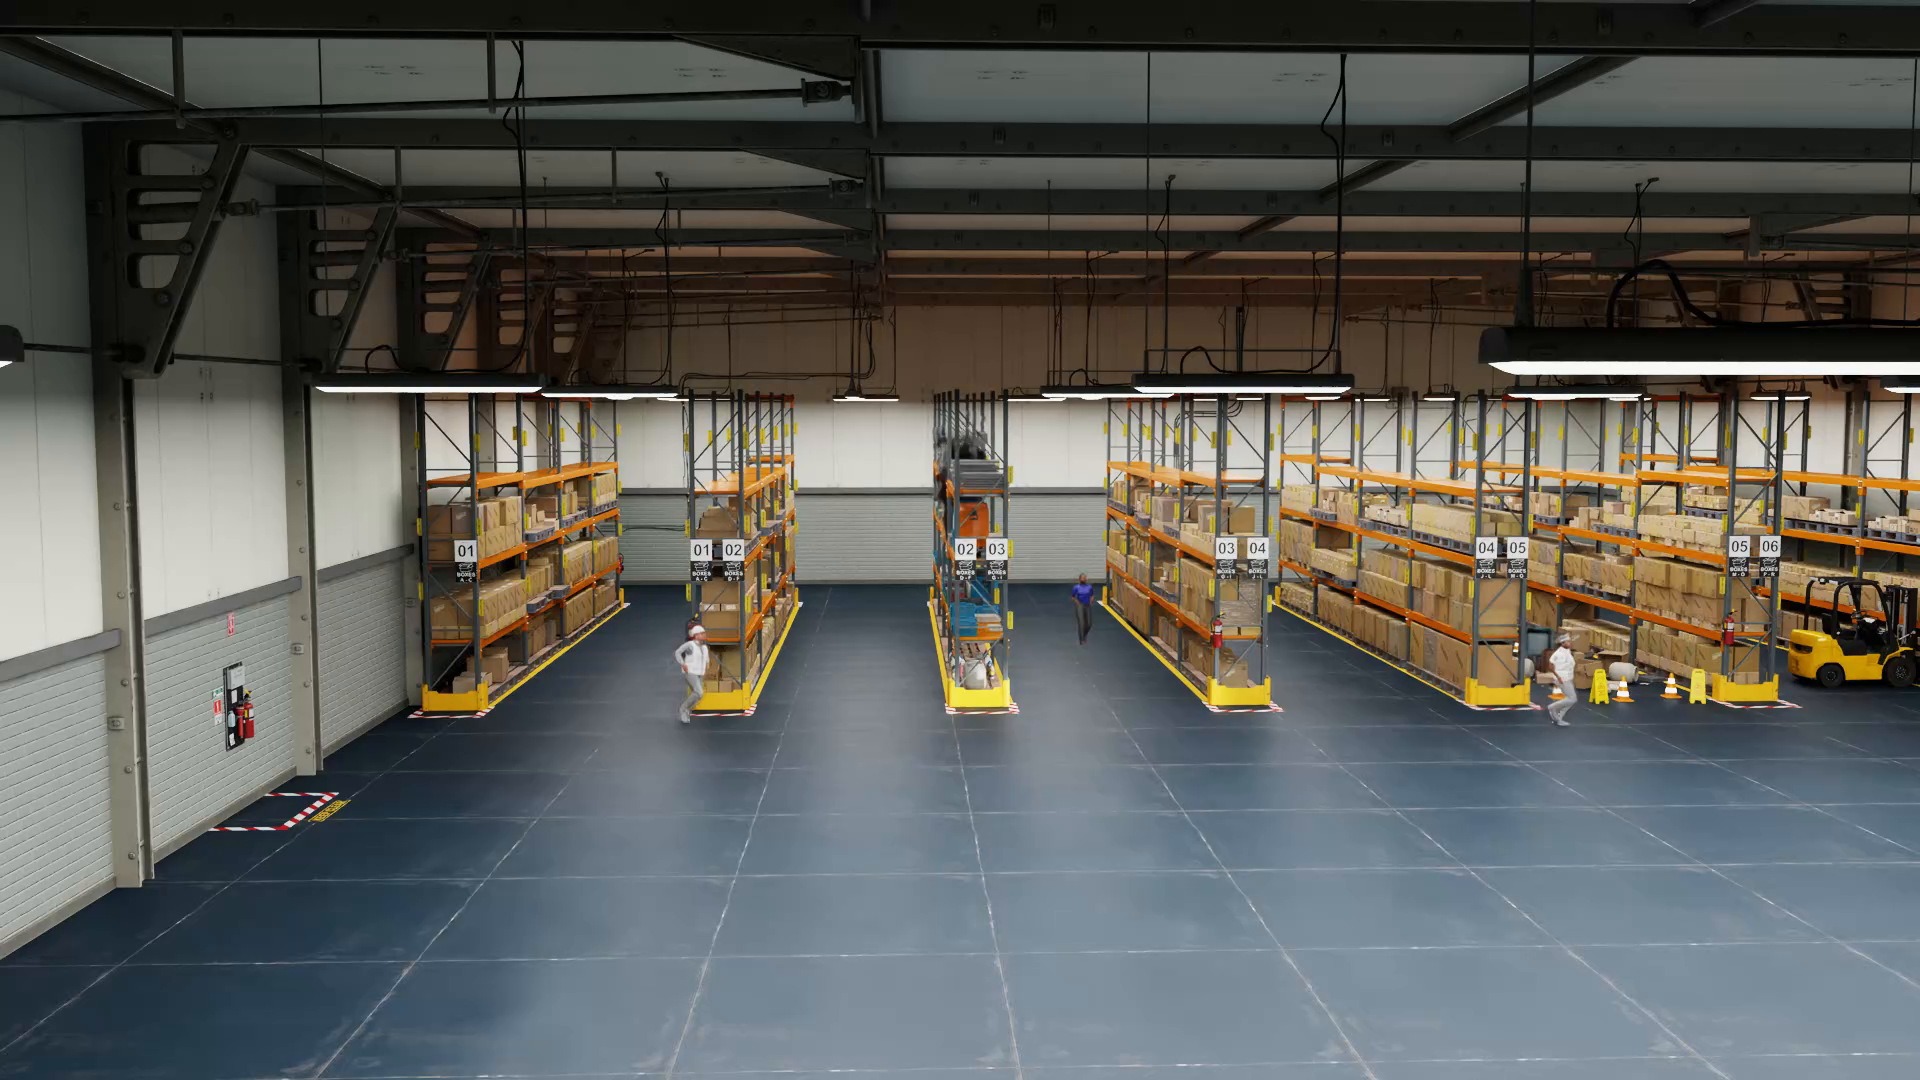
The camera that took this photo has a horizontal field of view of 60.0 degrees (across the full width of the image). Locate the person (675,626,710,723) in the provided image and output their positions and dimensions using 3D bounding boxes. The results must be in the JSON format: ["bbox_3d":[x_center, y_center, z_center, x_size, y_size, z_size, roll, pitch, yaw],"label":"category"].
[{"bbox_3d":[-4.783,2.408,29.986,0.619,1.720,0.690,2,5,27],"label":"person"}]

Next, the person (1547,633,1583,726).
[{"bbox_3d":[10.788,2.485,29.597,0.554,1.656,0.568,4,6,39],"label":"person"}]

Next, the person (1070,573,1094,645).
[{"bbox_3d":[2.789,1.566,37.561,0.572,1.623,0.516,-1,5,-9],"label":"person"}]

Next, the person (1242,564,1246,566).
[{"bbox_3d":[7.857,0.997,47.036,0.718,1.788,0.936,1,5,13],"label":"person"}]
